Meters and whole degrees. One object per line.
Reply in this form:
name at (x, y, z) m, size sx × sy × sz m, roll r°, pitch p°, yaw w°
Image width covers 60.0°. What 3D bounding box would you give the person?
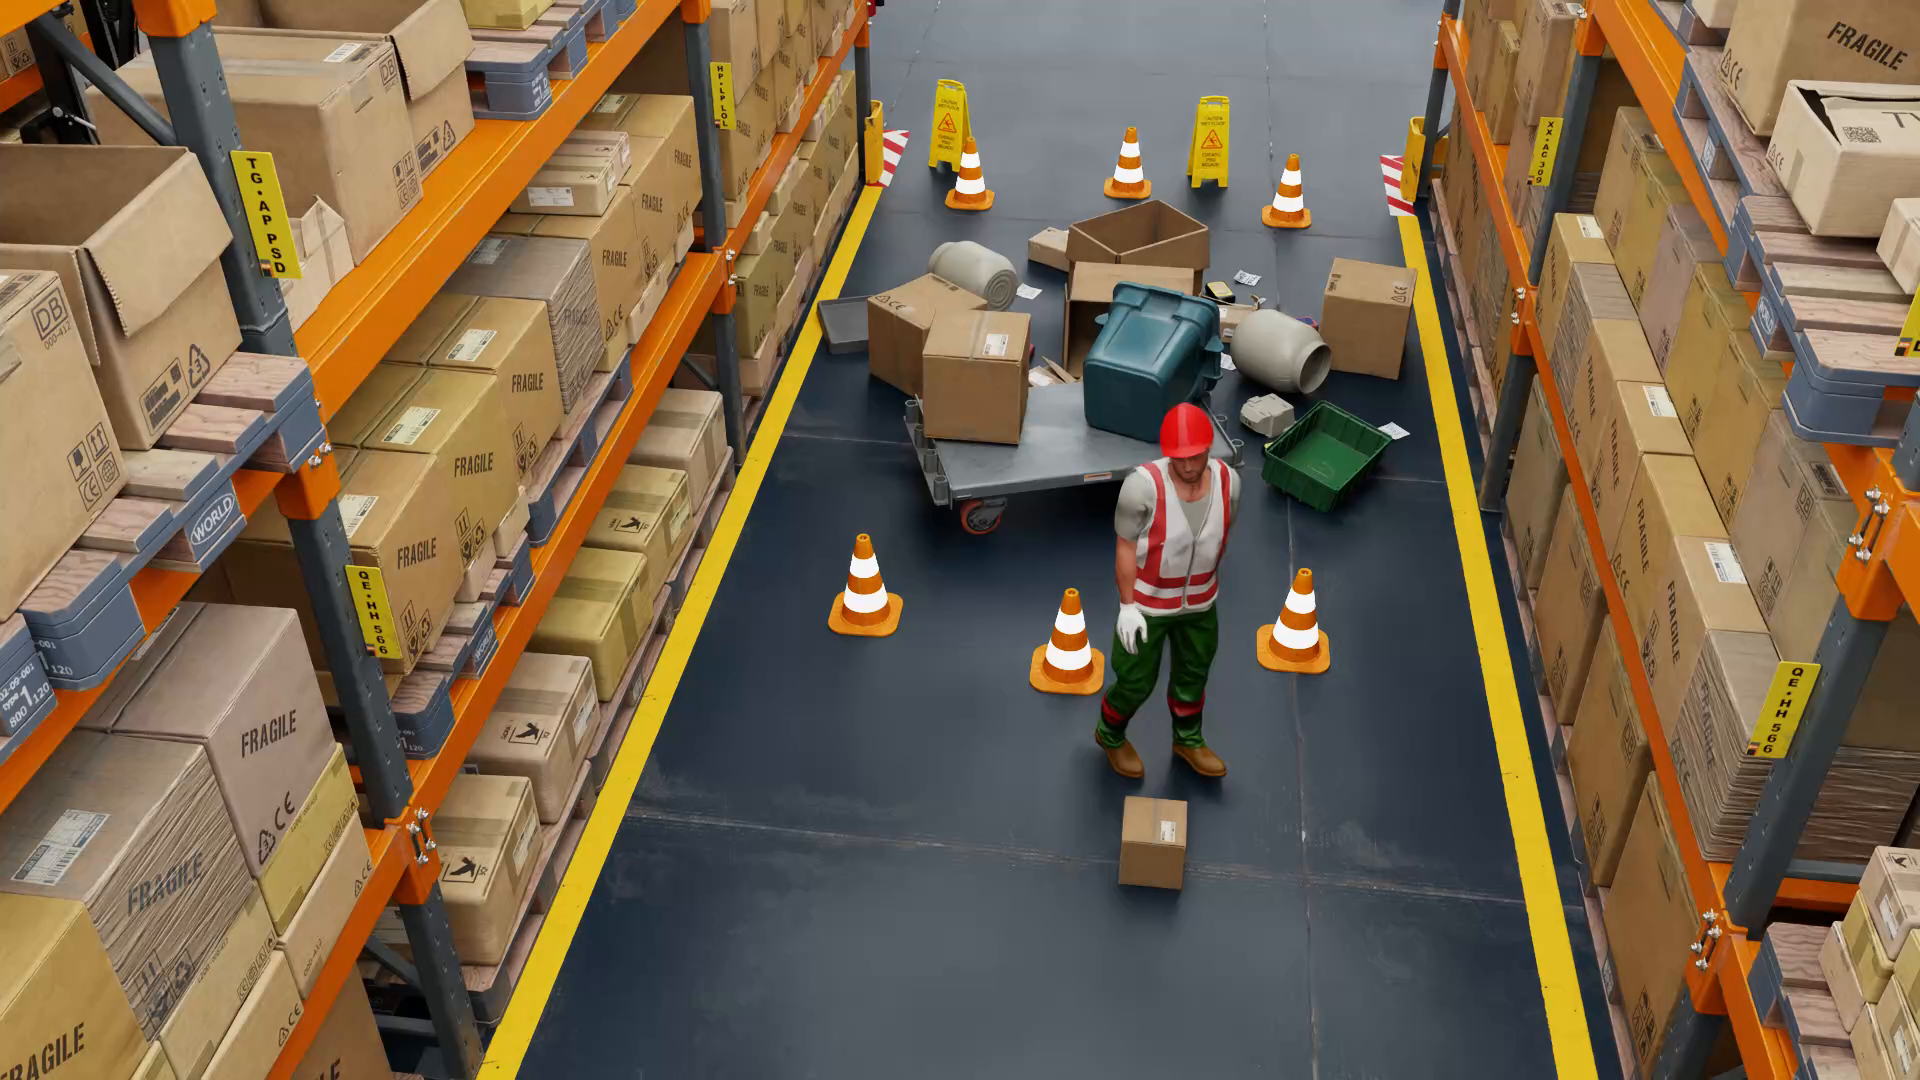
person at (0.847, 0.237, 6.641) m, size 0.539 × 1.794 × 0.413 m, roll -11°, pitch 37°, yaw -15°
